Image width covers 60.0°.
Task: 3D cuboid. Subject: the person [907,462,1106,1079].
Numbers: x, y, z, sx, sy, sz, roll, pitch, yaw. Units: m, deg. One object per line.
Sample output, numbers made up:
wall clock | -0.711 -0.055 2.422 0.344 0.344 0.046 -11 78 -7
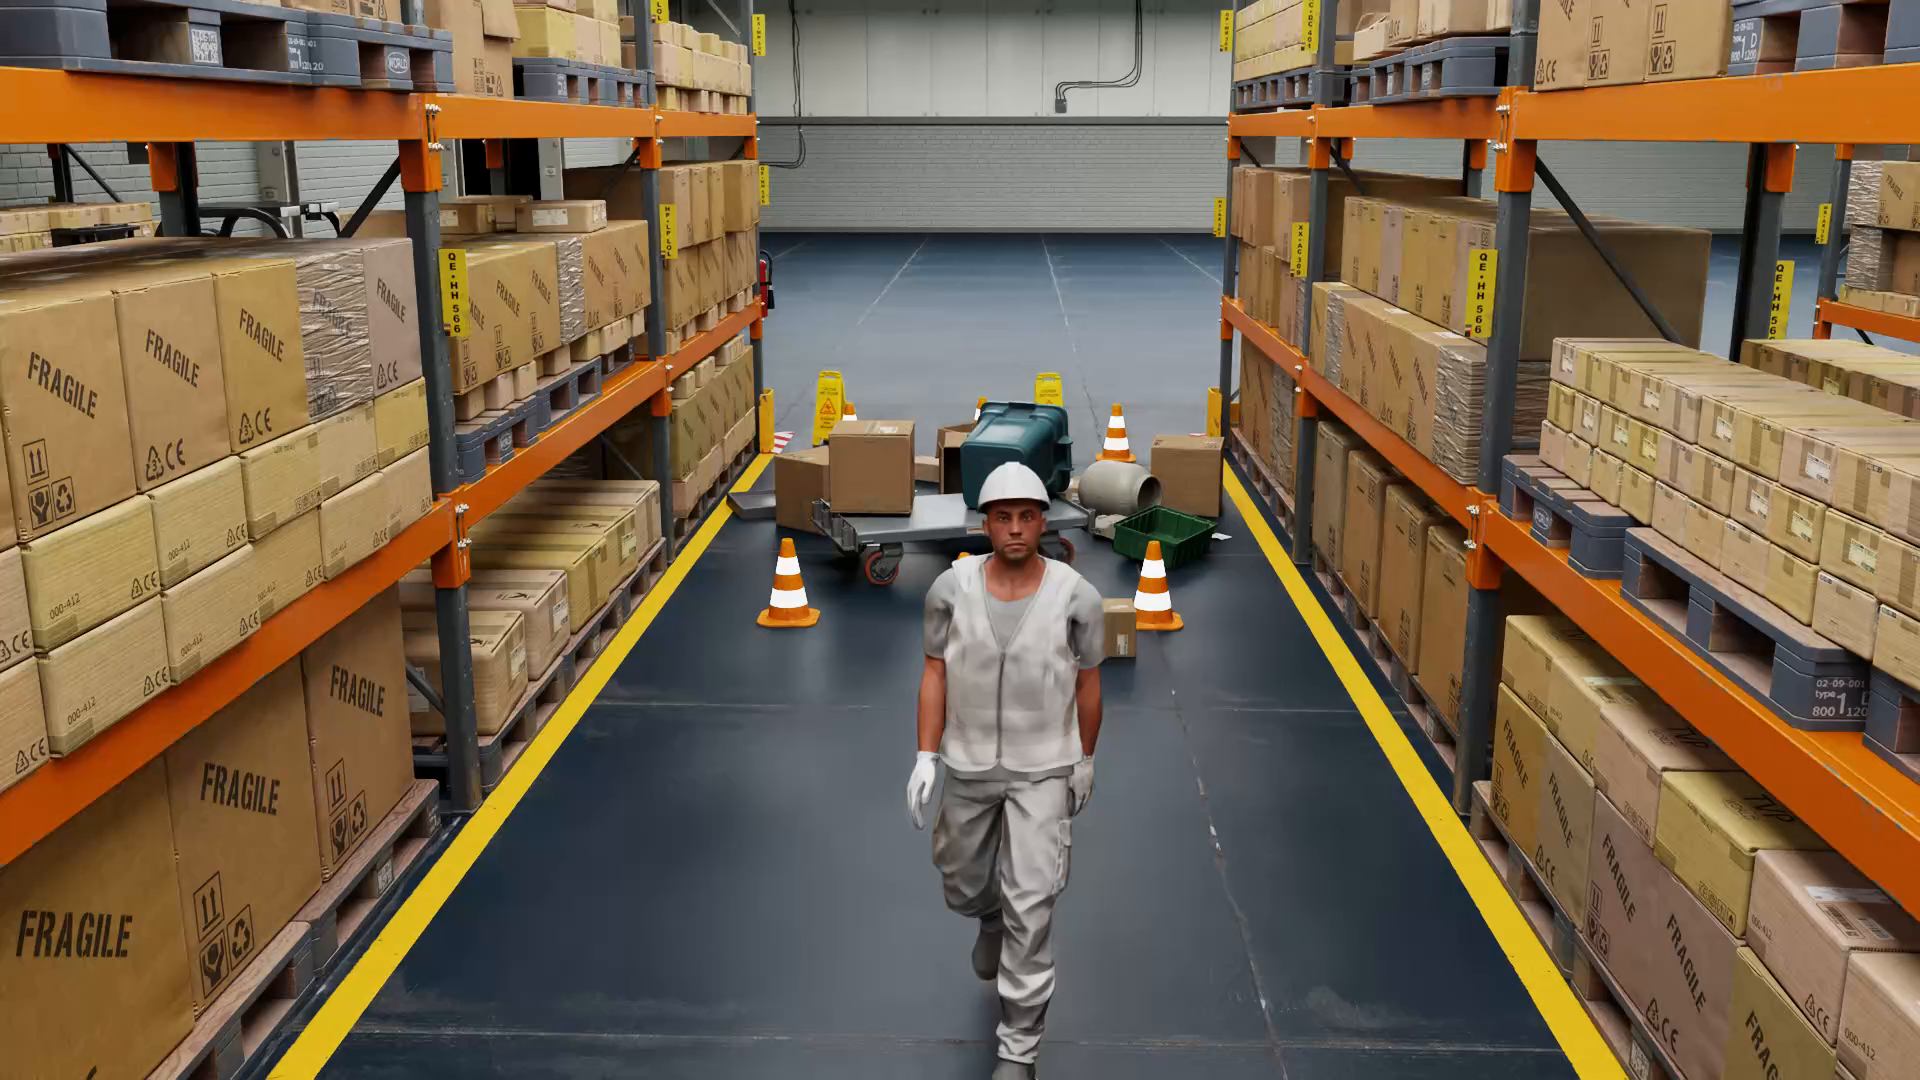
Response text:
person | 0.137 0.643 4.800 0.532 1.758 0.909 3 14 13
